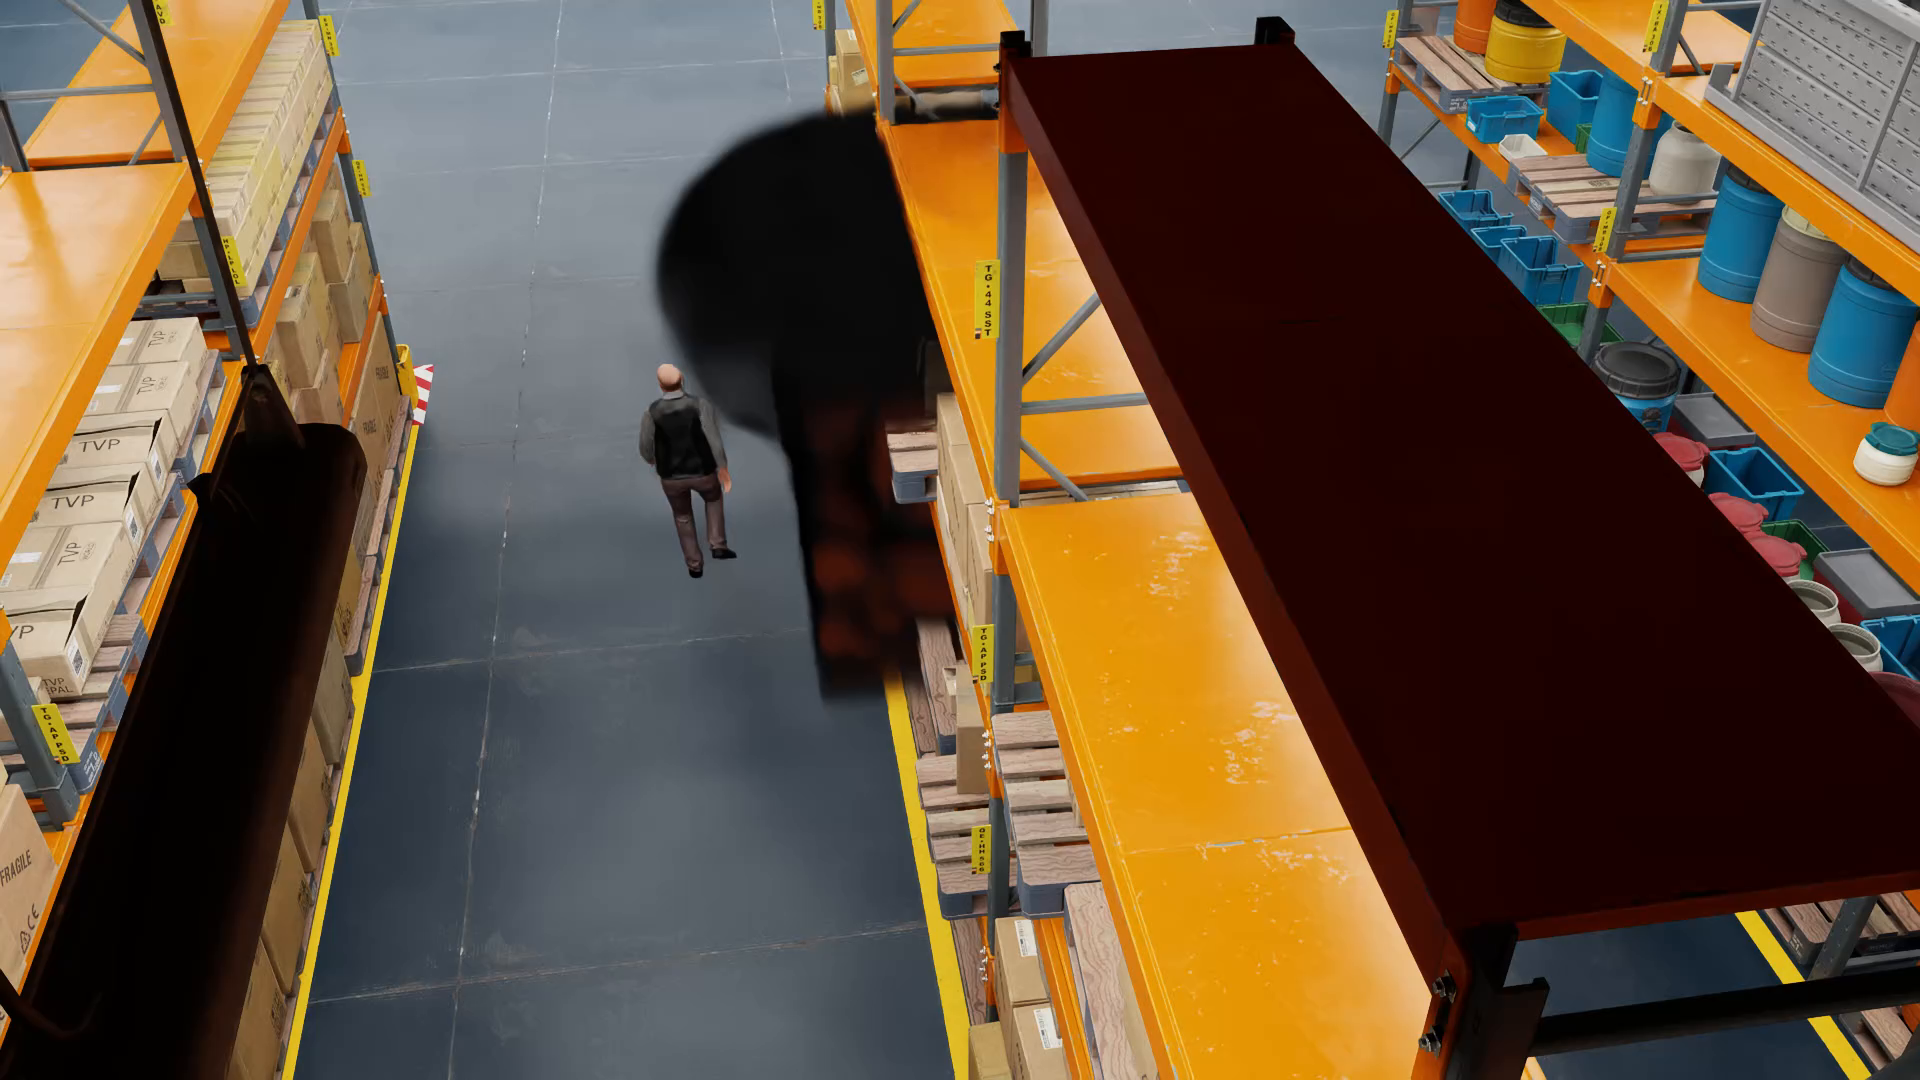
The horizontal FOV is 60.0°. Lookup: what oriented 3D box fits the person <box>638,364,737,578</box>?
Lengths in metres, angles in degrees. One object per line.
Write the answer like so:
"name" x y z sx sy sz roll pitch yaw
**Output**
"person" -2.055 -0.528 12.451 0.648 1.626 0.649 -7 37 -9
